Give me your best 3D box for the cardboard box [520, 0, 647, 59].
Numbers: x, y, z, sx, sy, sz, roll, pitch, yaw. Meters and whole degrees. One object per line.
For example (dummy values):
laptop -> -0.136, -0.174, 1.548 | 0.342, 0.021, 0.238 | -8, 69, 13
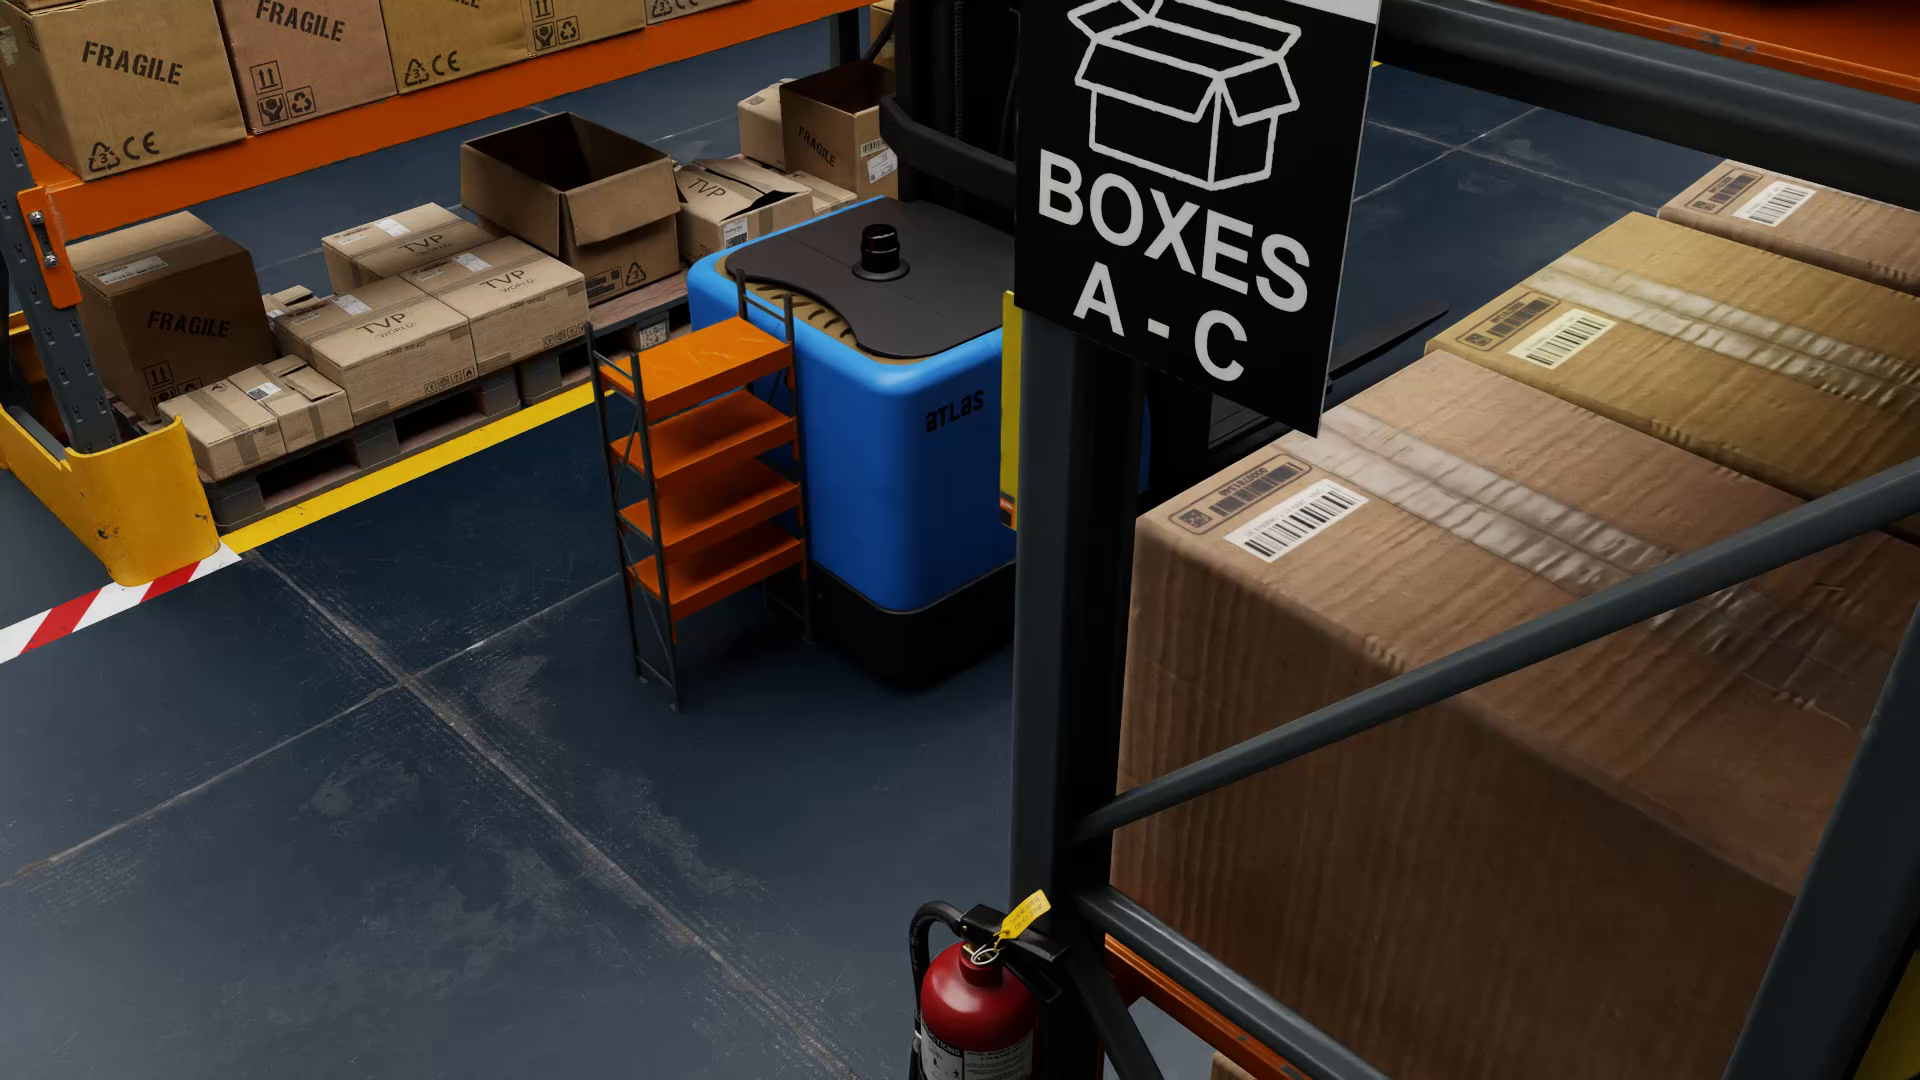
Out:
cardboard box -> -1.487, -2.067, 5.897 | 0.500, 0.500, 0.500 | -29, 44, -35

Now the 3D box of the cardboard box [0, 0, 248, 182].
cardboard box -> -2.556, -1.451, 5.013 | 0.500, 0.500, 0.500 | -29, 44, -35

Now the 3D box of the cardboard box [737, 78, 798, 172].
cardboard box -> -0.686, -1.954, 7.788 | 0.500, 0.311, 0.500 | 30, 45, 35

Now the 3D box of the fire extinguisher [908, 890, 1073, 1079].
fire extinguisher -> 0.029, 0.719, 2.383 | 0.296, 0.674, 0.183 | 30, 45, 35

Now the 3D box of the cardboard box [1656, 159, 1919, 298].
cardboard box -> 1.863, -0.280, 3.161 | 0.980, 0.700, 0.700 | 27, 43, 33

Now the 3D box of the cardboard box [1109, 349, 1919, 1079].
cardboard box -> 0.815, 0.325, 2.292 | 0.700, 0.700, 0.980 | -28, 43, -34

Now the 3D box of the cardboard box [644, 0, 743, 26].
cardboard box -> -1.130, -2.275, 6.195 | 0.500, 0.500, 0.500 | -29, 44, -35

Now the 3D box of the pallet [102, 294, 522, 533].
pallet -> -2.441, -0.547, 6.243 | 1.003, 0.211, 1.213 | 30, 45, 35

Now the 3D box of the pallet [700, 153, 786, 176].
pallet -> -0.722, -1.537, 7.663 | 1.003, 0.211, 1.213 | 30, 45, 35

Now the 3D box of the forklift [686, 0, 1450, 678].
forklift -> 0.598, -1.511, 5.247 | 3.031, 2.935, 1.130 | -27, 43, -33

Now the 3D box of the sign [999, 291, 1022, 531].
sign -> 0.087, -0.137, 1.998 | 0.100, 0.325, 0.005 | 30, 45, 35

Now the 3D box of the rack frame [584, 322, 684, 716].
rack frame -> -0.902, -0.028, 4.635 | 0.015, 1.200, 0.240 | -27, 43, -33

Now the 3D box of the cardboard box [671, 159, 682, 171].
cardboard box -> -1.289, -1.539, 7.321 | 0.380, 0.166, 0.250 | 30, 45, 35

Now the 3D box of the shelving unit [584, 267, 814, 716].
shelving unit -> -0.720, -0.122, 4.769 | 0.503, 1.200, 0.258 | -27, 43, -33

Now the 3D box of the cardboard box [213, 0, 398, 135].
cardboard box -> -2.196, -1.662, 5.317 | 0.500, 0.500, 0.500 | 29, 44, 35

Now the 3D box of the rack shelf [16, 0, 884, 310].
rack shelf -> -1.646, -1.852, 6.306 | 1.077, 0.370, 4.000 | 30, 45, 35

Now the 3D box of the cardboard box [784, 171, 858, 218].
cardboard box -> -0.659, -1.449, 7.206 | 0.380, 0.149, 0.250 | 30, 45, 35

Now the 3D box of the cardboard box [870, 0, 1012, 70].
cardboard box -> -0.093, -2.430, 8.307 | 0.500, 0.500, 0.500 | 29, 44, 35

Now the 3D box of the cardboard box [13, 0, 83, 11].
cardboard box -> -2.556, -1.861, 4.727 | 0.500, 0.500, 0.500 | -28, 44, -34

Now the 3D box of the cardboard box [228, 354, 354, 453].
cardboard box -> -2.340, -0.487, 5.811 | 0.380, 0.166, 0.250 | 30, 45, 35

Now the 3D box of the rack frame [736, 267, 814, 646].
rack frame -> -0.539, -0.215, 4.903 | 0.015, 1.200, 0.240 | -27, 43, -33

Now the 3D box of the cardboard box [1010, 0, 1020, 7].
cardboard box -> 0.261, -2.628, 8.589 | 0.500, 0.500, 0.500 | -30, 45, -35

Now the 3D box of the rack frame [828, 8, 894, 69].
rack frame -> -0.237, -2.959, 7.264 | 1.000, 3.000, 0.127 | 30, 45, 35

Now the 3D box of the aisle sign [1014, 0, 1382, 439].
aisle sign -> 0.199, -0.499, 1.463 | 0.394, 0.787, 0.004 | 30, 45, 35

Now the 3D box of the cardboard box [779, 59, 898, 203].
cardboard box -> -0.437, -1.769, 7.358 | 0.500, 0.500, 0.500 | 30, 45, 35

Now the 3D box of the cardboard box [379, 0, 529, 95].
cardboard box -> -1.840, -1.865, 5.607 | 0.500, 0.500, 0.500 | 29, 44, 35

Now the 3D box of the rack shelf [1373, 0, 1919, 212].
rack shelf -> 1.872, -1.088, 2.587 | 1.077, 0.370, 4.000 | 30, 45, 35

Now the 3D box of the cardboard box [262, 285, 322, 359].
cardboard box -> -2.498, -0.802, 6.263 | 0.380, 0.166, 0.250 | 30, 45, 35

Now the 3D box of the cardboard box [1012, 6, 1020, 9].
cardboard box -> 0.277, -2.213, 7.994 | 0.500, 0.500, 0.500 | 27, 43, 33

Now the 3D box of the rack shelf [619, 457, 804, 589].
rack shelf -> -0.720, -0.067, 4.807 | 0.480, 0.148, 0.258 | -27, 43, -33

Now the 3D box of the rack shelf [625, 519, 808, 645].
rack shelf -> -0.720, 0.096, 4.921 | 0.480, 0.148, 0.258 | -27, 43, -33

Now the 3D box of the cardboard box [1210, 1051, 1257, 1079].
cardboard box -> 0.885, 1.188, 3.136 | 0.700, 0.500, 0.500 | 30, 45, 35

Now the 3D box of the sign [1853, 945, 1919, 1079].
sign -> 0.852, 0.498, 1.481 | 0.100, 0.325, 0.005 | 30, 45, 35

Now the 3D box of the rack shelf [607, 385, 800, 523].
rack shelf -> -0.720, -0.250, 4.679 | 0.480, 0.148, 0.258 | -27, 43, -33

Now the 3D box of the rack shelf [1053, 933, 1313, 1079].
rack shelf -> 1.872, 0.143, 3.446 | 1.077, 0.370, 4.000 | 30, 45, 35

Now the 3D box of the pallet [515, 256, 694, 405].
pallet -> -1.581, -1.040, 6.949 | 1.003, 0.211, 1.213 | 30, 45, 35

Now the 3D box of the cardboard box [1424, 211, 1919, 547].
cardboard box -> 1.320, 0.025, 2.722 | 0.980, 0.700, 0.700 | 29, 44, 35

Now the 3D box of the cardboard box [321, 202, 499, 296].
cardboard box -> -2.156, -1.082, 6.591 | 0.500, 0.250, 0.500 | 30, 45, 35

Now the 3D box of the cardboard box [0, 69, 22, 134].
cardboard box -> -2.933, -1.668, 5.326 | 0.500, 0.500, 0.500 | -28, 44, -34

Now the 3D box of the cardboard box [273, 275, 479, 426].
cardboard box -> -2.119, -0.698, 6.040 | 0.500, 0.250, 0.500 | 30, 45, 35

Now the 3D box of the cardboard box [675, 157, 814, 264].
cardboard box -> -0.966, -1.387, 6.976 | 0.500, 0.311, 0.500 | 30, 45, 35

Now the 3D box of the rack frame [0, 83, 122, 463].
rack frame -> -3.055, -1.336, 4.936 | 1.000, 3.000, 0.127 | 30, 45, 35

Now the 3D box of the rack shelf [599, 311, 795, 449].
rack shelf -> -0.720, -0.444, 4.544 | 0.480, 0.148, 0.258 | -27, 43, -33

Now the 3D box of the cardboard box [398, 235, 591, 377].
cardboard box -> -1.766, -0.901, 6.332 | 0.500, 0.250, 0.500 | 30, 45, 35

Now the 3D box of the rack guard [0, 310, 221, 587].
rack guard -> -3.002, -0.341, 5.695 | 1.175, 0.500, 0.348 | 30, 45, 35

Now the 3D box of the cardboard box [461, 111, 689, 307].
cardboard box -> -1.557, -1.351, 6.756 | 0.797, 0.503, 0.637 | 30, 45, 35

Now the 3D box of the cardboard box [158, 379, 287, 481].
cardboard box -> -2.516, -0.378, 5.671 | 0.380, 0.149, 0.250 | 30, 45, 35

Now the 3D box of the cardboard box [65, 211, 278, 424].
cardboard box -> -2.847, -0.811, 5.984 | 0.500, 0.500, 0.500 | 30, 45, 35
